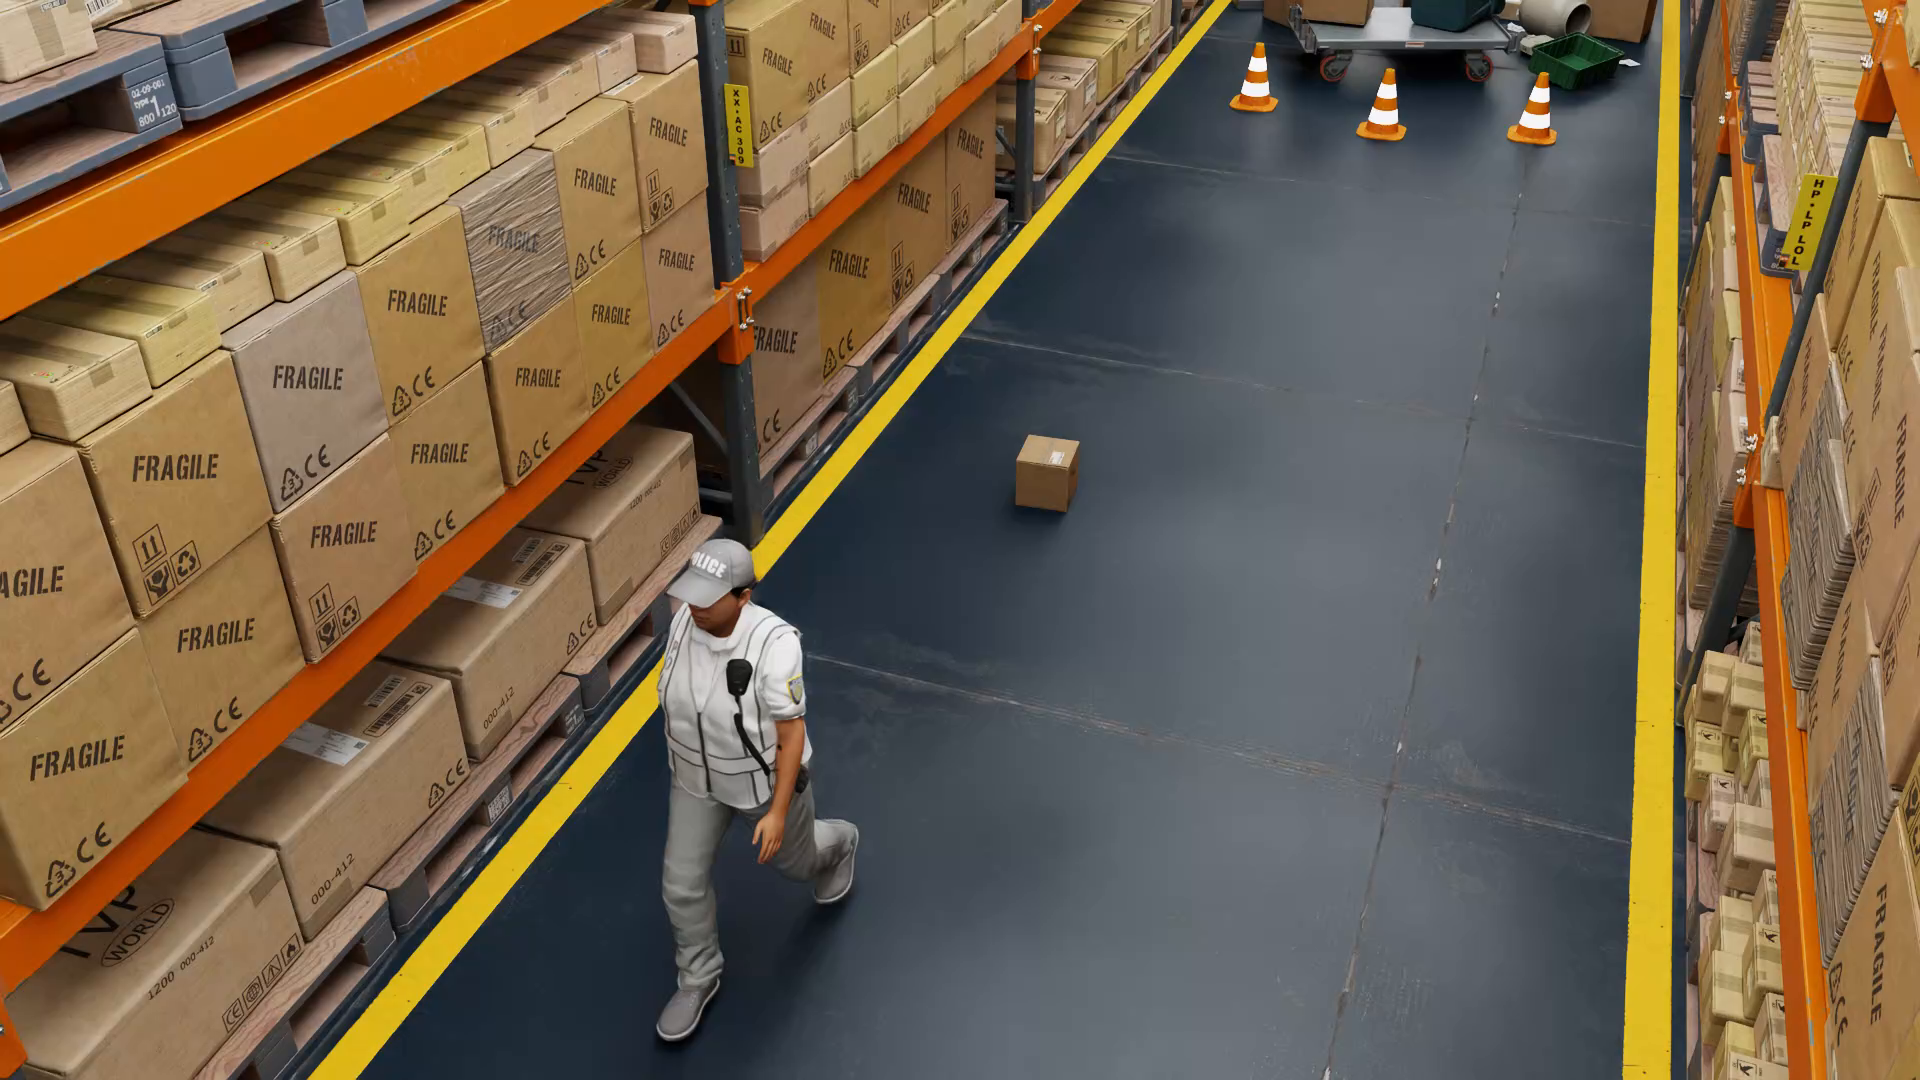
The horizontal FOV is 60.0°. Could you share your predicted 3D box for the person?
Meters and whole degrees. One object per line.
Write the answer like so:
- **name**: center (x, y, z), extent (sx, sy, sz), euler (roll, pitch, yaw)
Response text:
- **person**: center (-0.653, 0.684, 5.086), extent (0.479, 1.615, 0.949), euler (12, 35, 18)
